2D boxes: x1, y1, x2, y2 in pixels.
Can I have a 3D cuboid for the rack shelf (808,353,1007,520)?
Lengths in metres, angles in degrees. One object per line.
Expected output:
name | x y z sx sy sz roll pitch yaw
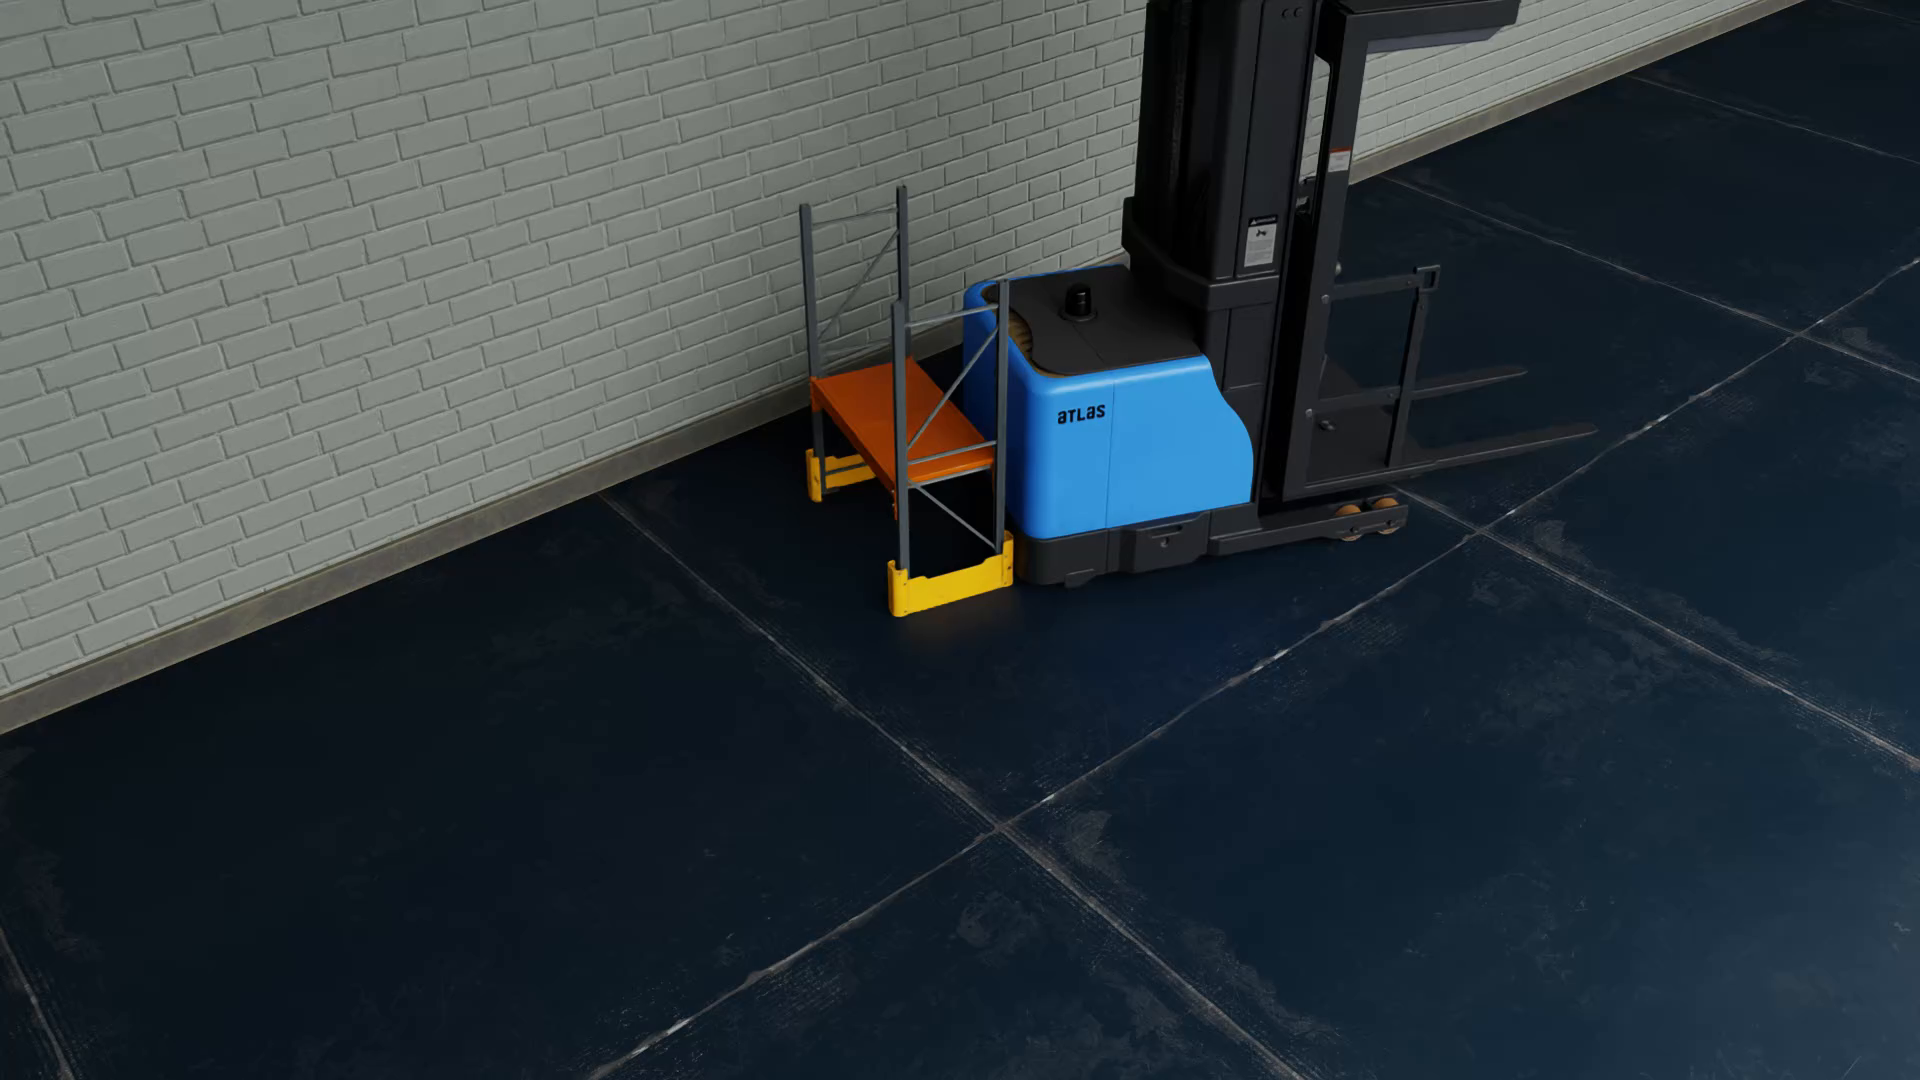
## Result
rack shelf | -0.251 -0.482 7.445 0.538 0.185 1.000 -15 38 -20

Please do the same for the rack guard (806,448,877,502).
rack guard | -0.458 -0.375 8.064 0.587 0.250 0.087 -15 38 -20

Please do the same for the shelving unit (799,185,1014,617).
shelving unit | -0.247 -0.624 7.334 0.587 1.500 1.083 -15 38 -20

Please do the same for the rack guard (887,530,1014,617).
rack guard | -0.037 0.146 7.327 0.587 0.250 0.087 -15 38 -20

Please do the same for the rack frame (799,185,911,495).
rack frame | -0.466 -0.896 7.717 0.500 1.500 0.032 -15 38 -20

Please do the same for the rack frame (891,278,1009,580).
rack frame | -0.036 -0.363 6.965 0.500 1.500 0.032 -15 38 -20

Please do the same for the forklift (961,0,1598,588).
forklift | 1.577 -1.472 7.292 3.031 2.935 1.130 -10 37 -14
